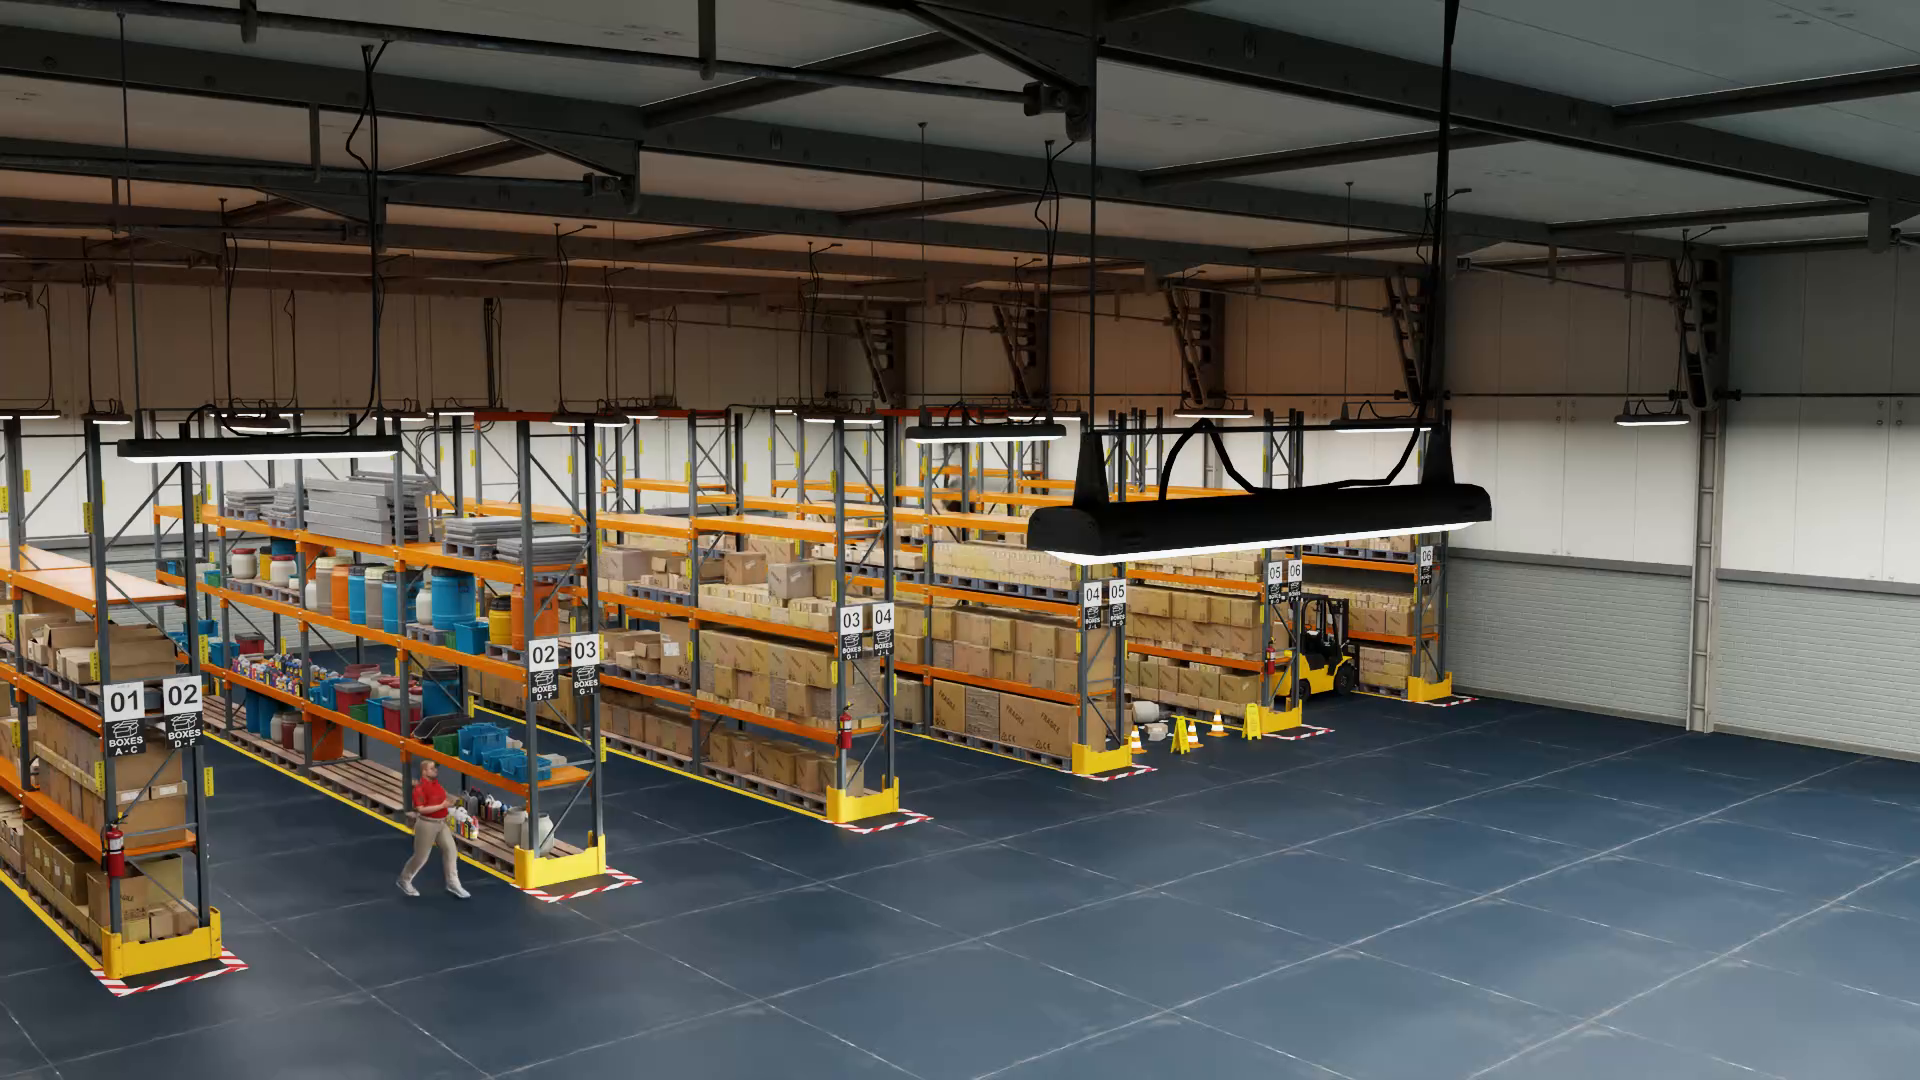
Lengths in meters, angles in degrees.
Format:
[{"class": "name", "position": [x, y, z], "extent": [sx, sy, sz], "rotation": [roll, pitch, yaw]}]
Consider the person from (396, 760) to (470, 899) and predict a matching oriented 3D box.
[{"class": "person", "position": [-6.616, 3.628, 20.835], "extent": [0.859, 1.766, 0.659], "rotation": [1, 5, 16]}]

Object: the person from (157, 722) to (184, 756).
[{"class": "person", "position": [-12.354, 3.159, 26.053], "extent": [0.769, 1.723, 0.690], "rotation": [4, 6, 39]}]

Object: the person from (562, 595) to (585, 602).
[{"class": "person", "position": [-9.064, 2.039, 38.996], "extent": [0.682, 1.832, 0.853], "rotation": [-2, 6, -26]}]
